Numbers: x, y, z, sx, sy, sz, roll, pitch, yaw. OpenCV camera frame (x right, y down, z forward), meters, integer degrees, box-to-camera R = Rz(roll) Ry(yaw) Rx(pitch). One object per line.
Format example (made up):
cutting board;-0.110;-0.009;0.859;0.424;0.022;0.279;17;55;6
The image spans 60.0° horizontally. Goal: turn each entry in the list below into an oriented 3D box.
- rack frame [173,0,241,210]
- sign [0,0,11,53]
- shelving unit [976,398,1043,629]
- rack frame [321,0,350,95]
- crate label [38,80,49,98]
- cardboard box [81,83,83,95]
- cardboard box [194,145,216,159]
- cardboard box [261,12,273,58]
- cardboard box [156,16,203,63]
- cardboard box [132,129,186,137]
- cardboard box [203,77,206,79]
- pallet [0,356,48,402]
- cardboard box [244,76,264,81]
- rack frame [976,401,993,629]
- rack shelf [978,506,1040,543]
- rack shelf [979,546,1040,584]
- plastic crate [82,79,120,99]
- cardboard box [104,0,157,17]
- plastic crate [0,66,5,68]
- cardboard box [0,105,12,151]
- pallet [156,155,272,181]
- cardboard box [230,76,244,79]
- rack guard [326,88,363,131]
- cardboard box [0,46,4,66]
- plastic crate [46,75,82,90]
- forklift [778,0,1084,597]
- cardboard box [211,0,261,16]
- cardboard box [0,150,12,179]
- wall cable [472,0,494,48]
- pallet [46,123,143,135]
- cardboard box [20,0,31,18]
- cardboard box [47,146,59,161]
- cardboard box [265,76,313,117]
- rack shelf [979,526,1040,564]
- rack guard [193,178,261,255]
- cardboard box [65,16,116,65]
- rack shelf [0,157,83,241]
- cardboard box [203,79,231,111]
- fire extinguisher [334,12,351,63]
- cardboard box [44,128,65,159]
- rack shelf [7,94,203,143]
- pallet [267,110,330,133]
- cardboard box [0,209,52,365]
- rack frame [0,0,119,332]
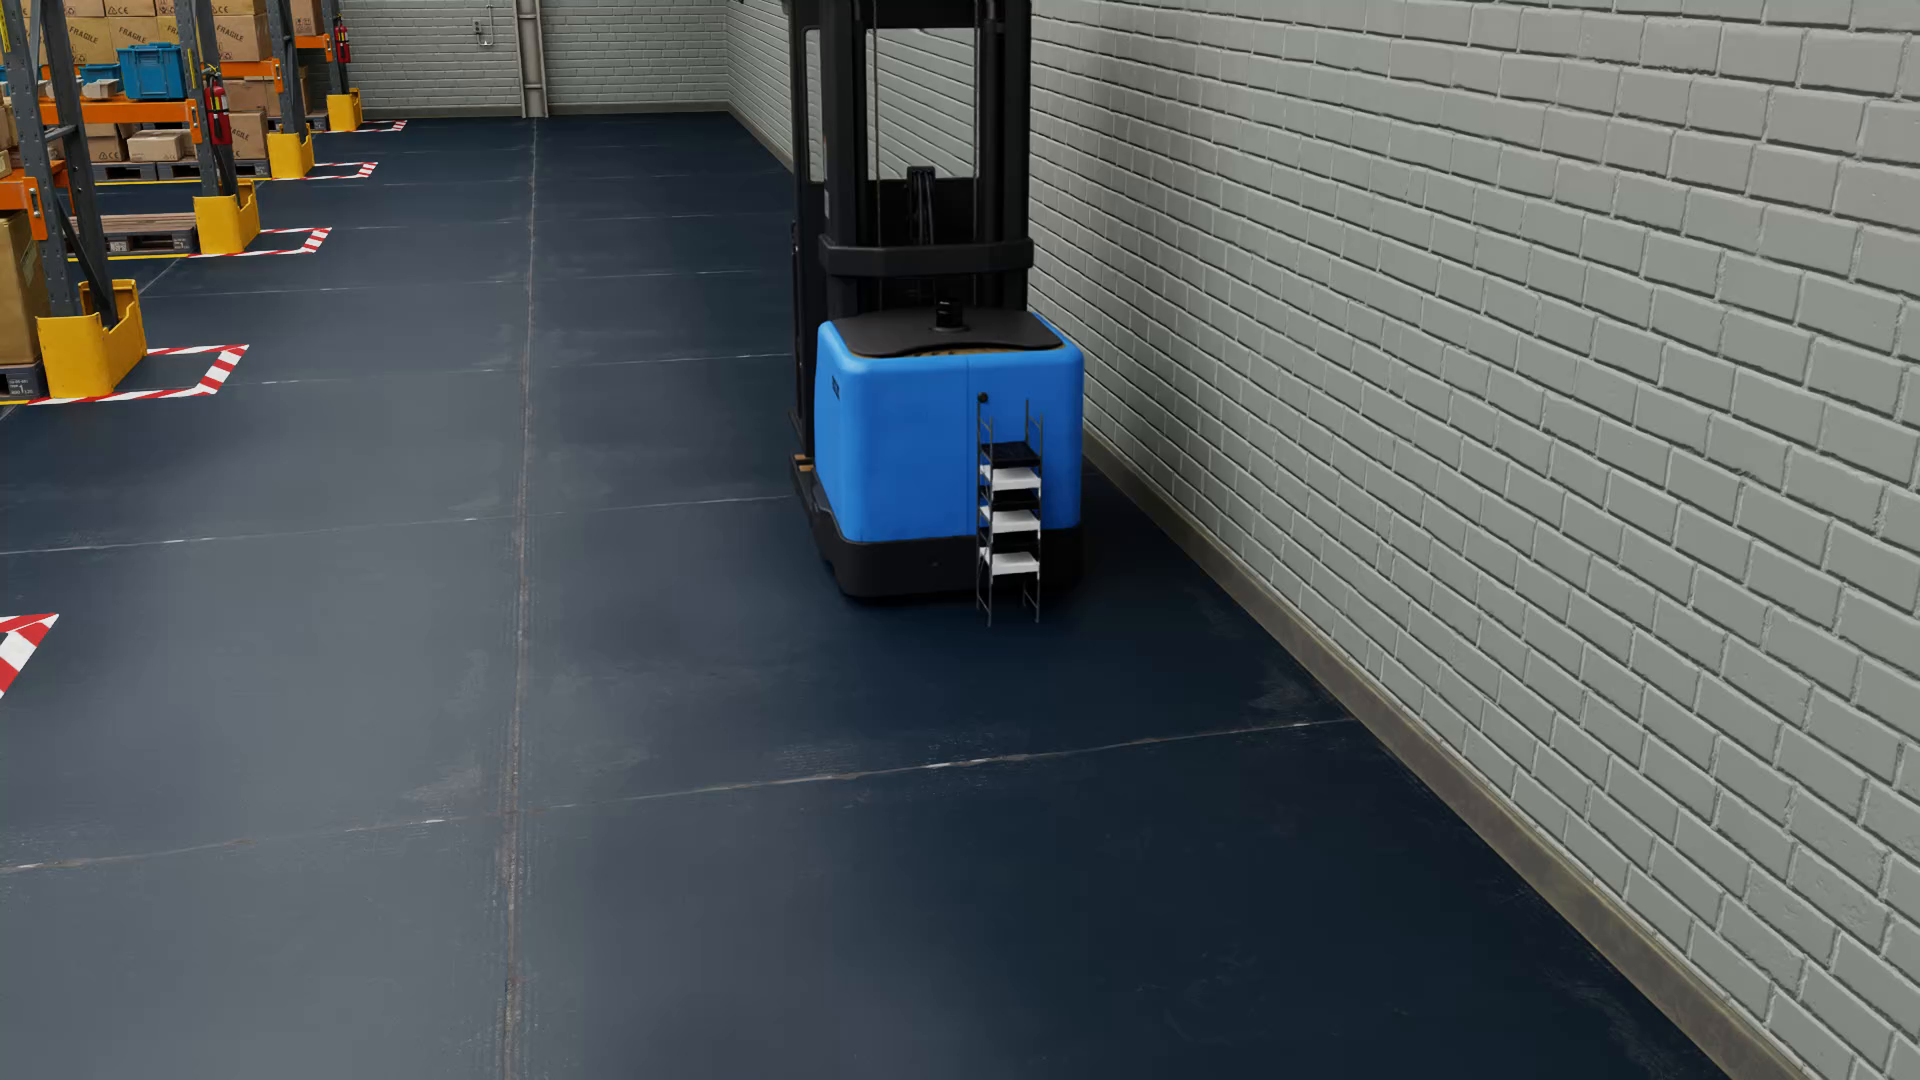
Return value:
rack frame;-6.701;-4.131;14.732;0.127;3.000;1.000;-5;21;-12
sign;-5.450;-2.946;9.467;0.005;0.325;0.100;-5;21;-12
shelving unit;0.198;-0.106;6.795;0.210;0.900;0.258;-5;21;-12
rack frame;-8.981;-7.448;23.785;0.127;3.000;1.000;-5;21;-12
crate label;-8.004;-3.862;14.293;0.243;0.136;0.396;-5;21;-12
cardboard box;-12.122;-6.179;23.346;0.500;0.500;0.700;-4;21;-12
cardboard box;-8.725;-4.538;19.323;0.250;0.166;0.380;-5;21;-12
cardboard box;-8.330;-5.890;19.387;0.500;0.500;0.500;-4;21;-11
cardboard box;-8.715;-5.668;18.781;0.500;0.500;0.500;-4;21;-12
cardboard box;-9.405;-4.678;19.582;0.500;0.250;0.500;-5;21;-12
cardboard box;-10.797;-6.663;23.722;0.250;0.149;0.380;-4;21;-12
pallet;-6.322;-1.075;10.441;1.213;0.211;1.003;-5;21;-12
cardboard box;-9.971;-6.595;23.538;0.250;0.149;0.380;-4;21;-11
rack frame;0.099;-0.098;6.774;0.006;0.900;0.240;-5;21;-12
rack shelf;0.198;-0.075;6.807;0.200;0.077;0.258;-5;21;-12
rack shelf;0.198;0.094;6.869;0.200;0.077;0.258;-5;21;-12
plastic crate;-7.453;-3.911;14.425;0.243;0.136;0.396;-5;21;-12
cardboard box;-9.202;-6.096;18.496;0.500;0.500;0.500;-4;21;-11
plastic crate;-8.591;-4.044;14.648;0.300;0.233;0.416;-5;21;-12
cardboard box;-5.972;-2.415;9.833;0.500;0.250;0.500;-5;21;-13
pallet;-8.687;-4.411;19.549;1.213;0.211;1.003;-5;21;-12
cardboard box;-10.300;-6.704;23.834;0.250;0.149;0.380;-4;21;-12
rack guard;-8.958;-6.276;24.220;0.348;0.500;1.175;-5;21;-12
cardboard box;-10.674;-5.511;18.352;0.500;0.500;0.500;-4;21;-12
plastic crate;-8.009;-4.075;14.874;0.298;0.136;0.250;-5;21;-12
forklift;-0.271;-1.609;7.945;1.130;2.935;3.031;-4;21;-11
cardboard box;-8.207;-6.179;18.722;0.500;0.500;0.500;-5;21;-13
cardboard box;-5.832;-2.217;9.871;0.250;0.149;0.380;-4;21;-11
wall cable;-7.953;-8.343;24.751;1.851;1.984;0.084;-5;21;-12
pallet;-12.116;-5.856;23.493;1.213;0.211;1.003;-5;21;-12
cardboard box;-10.205;-6.014;18.273;0.500;0.500;0.500;-5;21;-14
cardboard box;-10.433;-4.382;18.895;0.250;0.166;0.380;-5;21;-12
cardboard box;-9.639;-6.382;23.900;0.500;0.500;0.700;-5;21;-12
rack shelf;0.198;0.010;6.838;0.200;0.077;0.258;-5;21;-12
rack guard;-6.681;-2.964;15.179;0.348;0.500;1.175;-5;21;-12
cardboard box;-9.692;-5.590;18.569;0.500;0.500;0.500;-5;21;-13
rack shelf;-7.508;-1.977;9.897;4.000;0.370;1.077;-5;21;-12
cardboard box;-10.616;-6.302;23.682;0.500;0.500;0.700;-5;21;-14
fire extinguisher;-8.728;-7.094;23.473;0.183;0.674;0.296;-5;21;-12
cardboard box;-10.511;-4.617;19.326;0.500;0.311;0.500;-5;21;-12
rack shelf;-8.648;-3.635;14.423;4.000;0.370;1.077;-5;21;-12
pallet;-9.741;-6.049;24.020;1.213;0.211;1.003;-5;21;-12
cardboard box;-6.166;-1.596;10.288;0.875;0.875;0.875;-5;21;-12
rack frame;-5.562;-2.473;10.206;0.127;3.000;1.000;-5;21;-12
